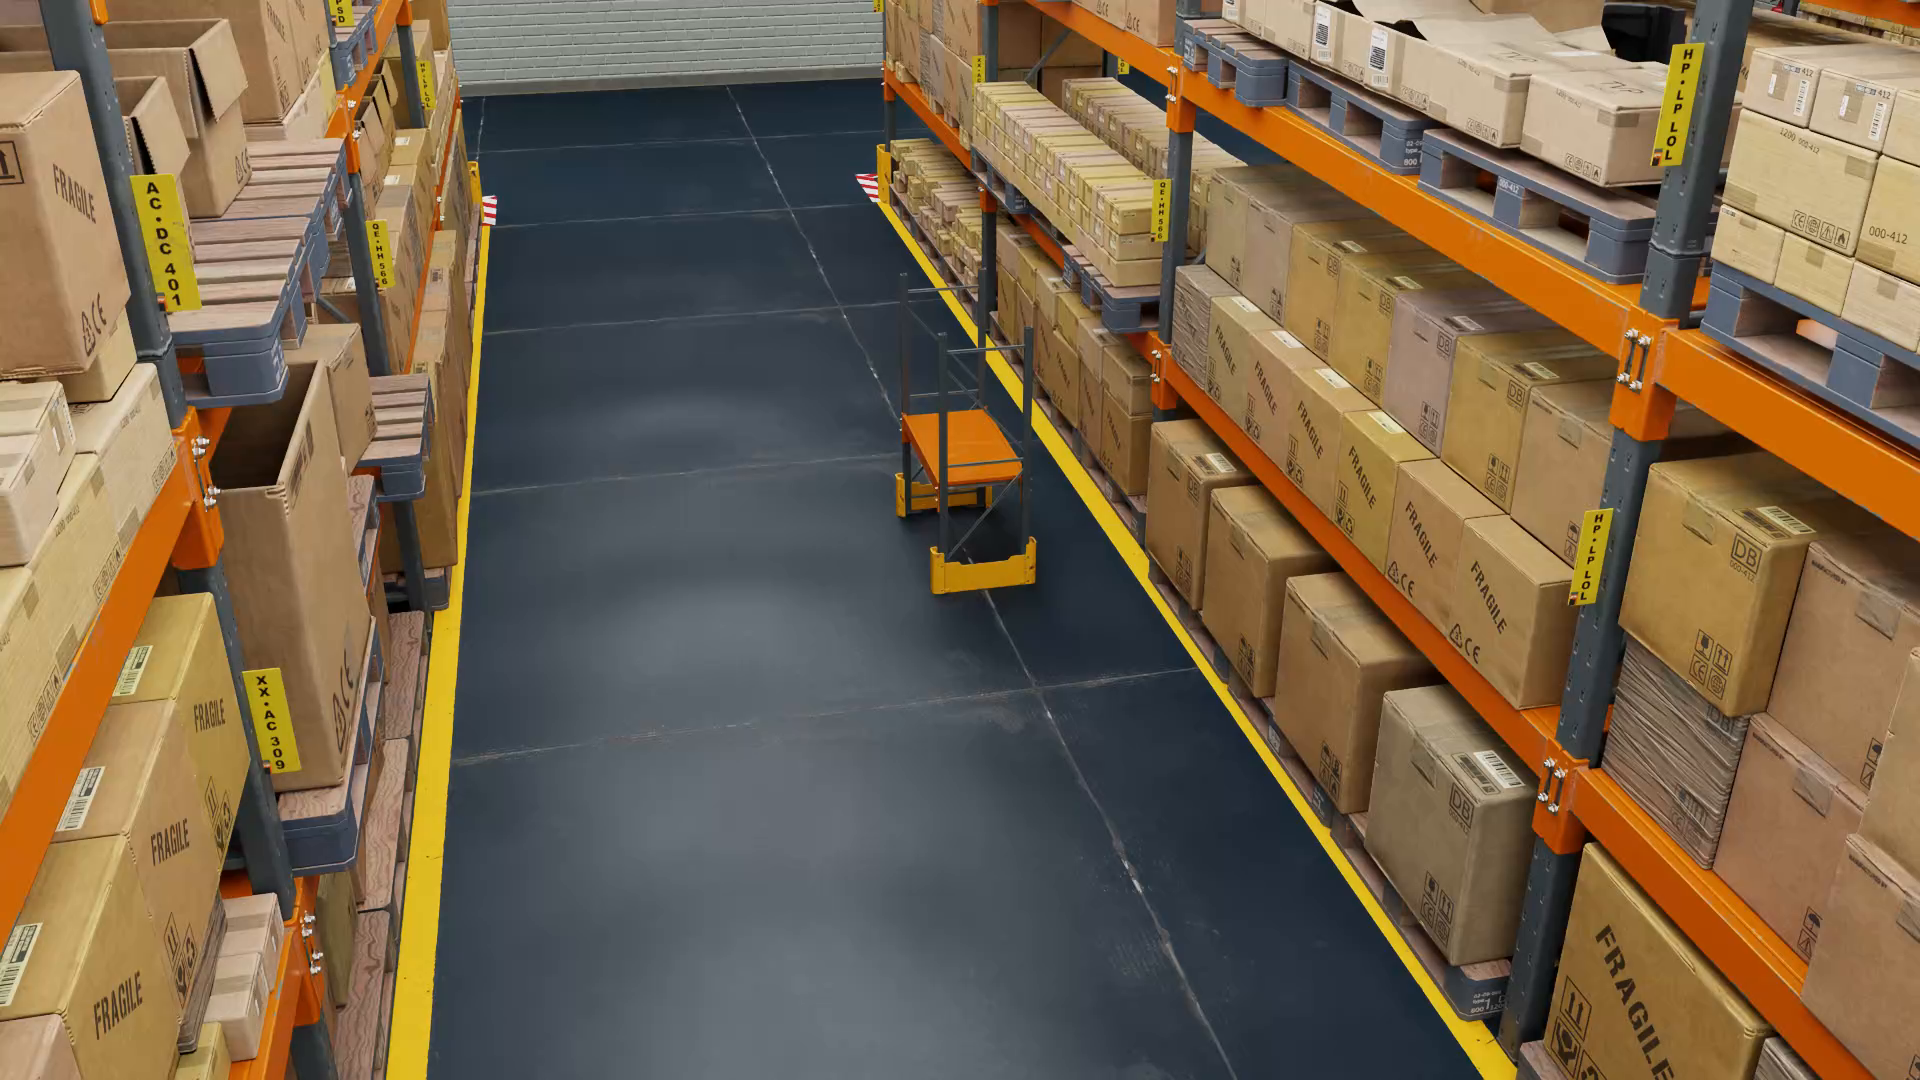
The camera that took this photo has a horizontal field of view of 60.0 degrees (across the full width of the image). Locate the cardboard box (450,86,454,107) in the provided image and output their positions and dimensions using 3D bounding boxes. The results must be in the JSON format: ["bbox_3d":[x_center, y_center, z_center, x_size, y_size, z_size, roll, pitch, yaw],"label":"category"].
[{"bbox_3d":[-4.518,-3.763,14.154,0.380,0.149,0.250,-5,27,-11],"label":"cardboard box"}]

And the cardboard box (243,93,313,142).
[{"bbox_3d":[-2.706,-1.471,6.173,0.500,0.250,0.500,-5,27,-10],"label":"cardboard box"}]

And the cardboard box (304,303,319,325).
[{"bbox_3d":[-3.127,-0.819,7.467,0.500,0.500,0.500,-9,28,-18],"label":"cardboard box"}]

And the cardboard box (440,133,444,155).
[{"bbox_3d":[-4.112,-2.974,12.591,0.380,0.149,0.250,-7,28,-13],"label":"cardboard box"}]

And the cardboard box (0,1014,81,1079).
[{"bbox_3d":[-1.682,1.141,2.610,0.500,0.500,0.500,-6,27,-12],"label":"cardboard box"}]

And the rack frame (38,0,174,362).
[{"bbox_3d":[-2.386,-1.742,3.215,1.000,3.000,0.127,-6,27,-12],"label":"rack frame"}]

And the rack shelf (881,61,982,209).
[{"bbox_3d":[0.215,-3.592,14.336,1.077,0.370,4.000,-6,27,-12],"label":"rack shelf"}]

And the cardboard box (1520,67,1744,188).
[{"bbox_3d":[2.154,-1.321,5.300,0.500,0.250,0.500,-6,27,-11],"label":"cardboard box"}]

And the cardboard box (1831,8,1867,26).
[{"bbox_3d":[9.353,-5.462,17.079,0.500,0.250,0.500,-6,27,-11],"label":"cardboard box"}]

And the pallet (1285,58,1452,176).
[{"bbox_3d":[2.019,-1.766,6.801,1.003,0.211,1.213,-5,27,-9],"label":"pallet"}]

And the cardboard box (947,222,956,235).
[{"bbox_3d":[0.097,-2.652,14.043,0.380,0.149,0.250,-5,27,-10],"label":"cardboard box"}]

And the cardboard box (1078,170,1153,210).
[{"bbox_3d":[0.897,-2.014,9.564,0.380,0.149,0.250,-5,27,-10],"label":"cardboard box"}]

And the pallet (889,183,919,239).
[{"bbox_3d":[-0.070,-3.153,15.762,1.003,0.211,1.213,-6,27,-12],"label":"pallet"}]

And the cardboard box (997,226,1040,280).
[{"bbox_3d":[0.575,-2.090,12.038,0.500,0.250,0.500,-7,28,-14],"label":"cardboard box"}]

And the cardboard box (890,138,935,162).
[{"bbox_3d":[-0.449,-3.707,15.803,0.380,0.149,0.250,-7,28,-14],"label":"cardboard box"}]

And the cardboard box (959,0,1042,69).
[{"bbox_3d":[0.296,-3.838,12.474,0.500,0.500,0.500,-7,28,-13],"label":"cardboard box"}]

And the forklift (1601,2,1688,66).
[{"bbox_3d":[3.572,-1.308,9.089,1.130,2.935,3.031,-7,28,-14],"label":"forklift"}]

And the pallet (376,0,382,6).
[{"bbox_3d":[-3.935,-3.432,10.104,0.805,0.209,1.217,-7,28,-14],"label":"pallet"}]

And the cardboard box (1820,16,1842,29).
[{"bbox_3d":[9.309,-5.453,17.503,0.380,0.149,0.250,-5,27,-10],"label":"cardboard box"}]

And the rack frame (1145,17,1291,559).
[{"bbox_3d":[1.567,-1.279,8.956,1.000,3.000,0.127,-6,27,-12],"label":"rack frame"}]

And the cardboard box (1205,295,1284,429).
[{"bbox_3d":[1.523,-0.877,8.047,0.500,0.500,0.500,-6,27,-12],"label":"cardboard box"}]

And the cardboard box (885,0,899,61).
[{"bbox_3d":[-0.404,-4.744,15.378,0.500,0.500,0.500,-5,27,-9],"label":"cardboard box"}]

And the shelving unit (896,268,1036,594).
[{"bbox_3d":[0.017,-0.636,9.346,0.587,1.500,1.083,-6,27,-12],"label":"shelving unit"}]

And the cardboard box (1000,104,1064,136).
[{"bbox_3d":[0.484,-2.812,11.145,0.380,0.149,0.250,-6,27,-12],"label":"cardboard box"}]

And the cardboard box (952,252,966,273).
[{"bbox_3d":[0.146,-2.320,13.715,0.380,0.149,0.250,-7,28,-13],"label":"cardboard box"}]

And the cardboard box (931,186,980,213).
[{"bbox_3d":[-0.033,-2.911,14.225,0.380,0.149,0.250,-7,28,-13],"label":"cardboard box"}]

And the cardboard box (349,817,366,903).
[{"bbox_3d":[-2.719,1.127,6.474,0.700,0.500,0.500,-8,28,-16],"label":"cardboard box"}]

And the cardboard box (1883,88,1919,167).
[{"bbox_3d":[2.335,-0.921,3.734,0.380,0.149,0.250,-6,27,-12],"label":"cardboard box"}]

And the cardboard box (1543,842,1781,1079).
[{"bbox_3d":[2.542,1.521,5.300,0.875,0.875,0.875,-6,27,-11],"label":"cardboard box"}]

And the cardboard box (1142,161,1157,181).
[{"bbox_3d":[1.362,-2.285,10.431,0.380,0.149,0.250,-6,27,-12],"label":"cardboard box"}]

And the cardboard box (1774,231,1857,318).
[{"bbox_3d":[2.280,-0.675,4.130,0.380,0.149,0.250,-6,27,-11],"label":"cardboard box"}]

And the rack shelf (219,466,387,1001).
[{"bbox_3d":[-2.837,0.379,6.468,1.077,0.370,4.000,-6,27,-12],"label":"rack shelf"}]

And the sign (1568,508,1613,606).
[{"bbox_3d":[1.942,0.055,5.116,0.100,0.325,0.005,-6,27,-12],"label":"sign"}]

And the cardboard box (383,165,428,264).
[{"bbox_3d":[-3.588,-1.996,10.266,0.500,0.500,0.500,-6,27,-12],"label":"cardboard box"}]

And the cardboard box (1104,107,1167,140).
[{"bbox_3d":[1.176,-2.765,11.051,0.380,0.149,0.250,-7,28,-13],"label":"cardboard box"}]

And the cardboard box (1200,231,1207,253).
[{"bbox_3d":[1.603,-1.689,9.581,0.380,0.149,0.250,-5,27,-9],"label":"cardboard box"}]

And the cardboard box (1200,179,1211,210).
[{"bbox_3d":[1.589,-1.960,9.458,0.380,0.149,0.250,-7,28,-13],"label":"cardboard box"}]

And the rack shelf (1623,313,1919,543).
[{"bbox_3d":[2.920,0.337,3.223,1.077,0.370,4.000,-6,27,-12],"label":"rack shelf"}]

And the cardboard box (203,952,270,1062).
[{"bbox_3d":[-2.004,1.223,4.276,0.380,0.149,0.250,-6,27,-12],"label":"cardboard box"}]

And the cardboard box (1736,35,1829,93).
[{"bbox_3d":[5.660,-3.184,11.508,0.500,0.500,0.500,-6,27,-12],"label":"cardboard box"}]

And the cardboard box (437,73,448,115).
[{"bbox_3d":[-4.373,-3.538,13.266,0.500,0.250,0.500,-6,27,-12],"label":"cardboard box"}]

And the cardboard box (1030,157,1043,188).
[{"bbox_3d":[0.661,-2.337,10.535,0.380,0.149,0.250,-6,28,-13],"label":"cardboard box"}]

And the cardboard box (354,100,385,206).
[{"bbox_3d":[-3.739,-2.215,9.586,0.797,0.503,0.637,-5,27,-10],"label":"cardboard box"}]

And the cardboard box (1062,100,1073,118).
[{"bbox_3d":[0.948,-3.089,12.023,0.380,0.149,0.250,-5,27,-10],"label":"cardboard box"}]

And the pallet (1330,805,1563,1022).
[{"bbox_3d":[2.221,1.390,6.761,1.003,0.211,1.213,-6,27,-12],"label":"pallet"}]

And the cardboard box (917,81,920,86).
[{"bbox_3d":[-0.184,-4.173,14.967,0.380,0.149,0.250,-5,27,-9],"label":"cardboard box"}]

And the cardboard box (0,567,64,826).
[{"bbox_3d":[-1.802,0.291,2.682,0.500,0.250,0.500,-6,27,-12],"label":"cardboard box"}]

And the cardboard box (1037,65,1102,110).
[{"bbox_3d":[0.800,-3.456,12.827,0.500,0.500,0.500,-6,27,-13],"label":"cardboard box"}]

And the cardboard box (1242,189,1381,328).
[{"bbox_3d":[1.774,-1.350,7.876,0.700,0.500,0.500,-6,27,-12],"label":"cardboard box"}]

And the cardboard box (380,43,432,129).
[{"bbox_3d":[-4.048,-3.213,11.791,0.500,0.500,0.500,-6,27,-12],"label":"cardboard box"}]

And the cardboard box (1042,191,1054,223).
[{"bbox_3d":[0.724,-2.088,10.371,0.380,0.149,0.250,-5,27,-10],"label":"cardboard box"}]

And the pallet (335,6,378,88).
[{"bbox_3d":[-3.485,-2.352,7.962,1.213,0.211,1.003,-5,27,-9],"label":"pallet"}]

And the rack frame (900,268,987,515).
[{"bbox_3d":[-0.095,-0.855,9.780,0.500,1.500,0.032,-6,27,-12],"label":"rack frame"}]

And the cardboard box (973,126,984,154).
[{"bbox_3d":[0.307,-2.891,11.962,0.380,0.149,0.250,-7,28,-14],"label":"cardboard box"}]
